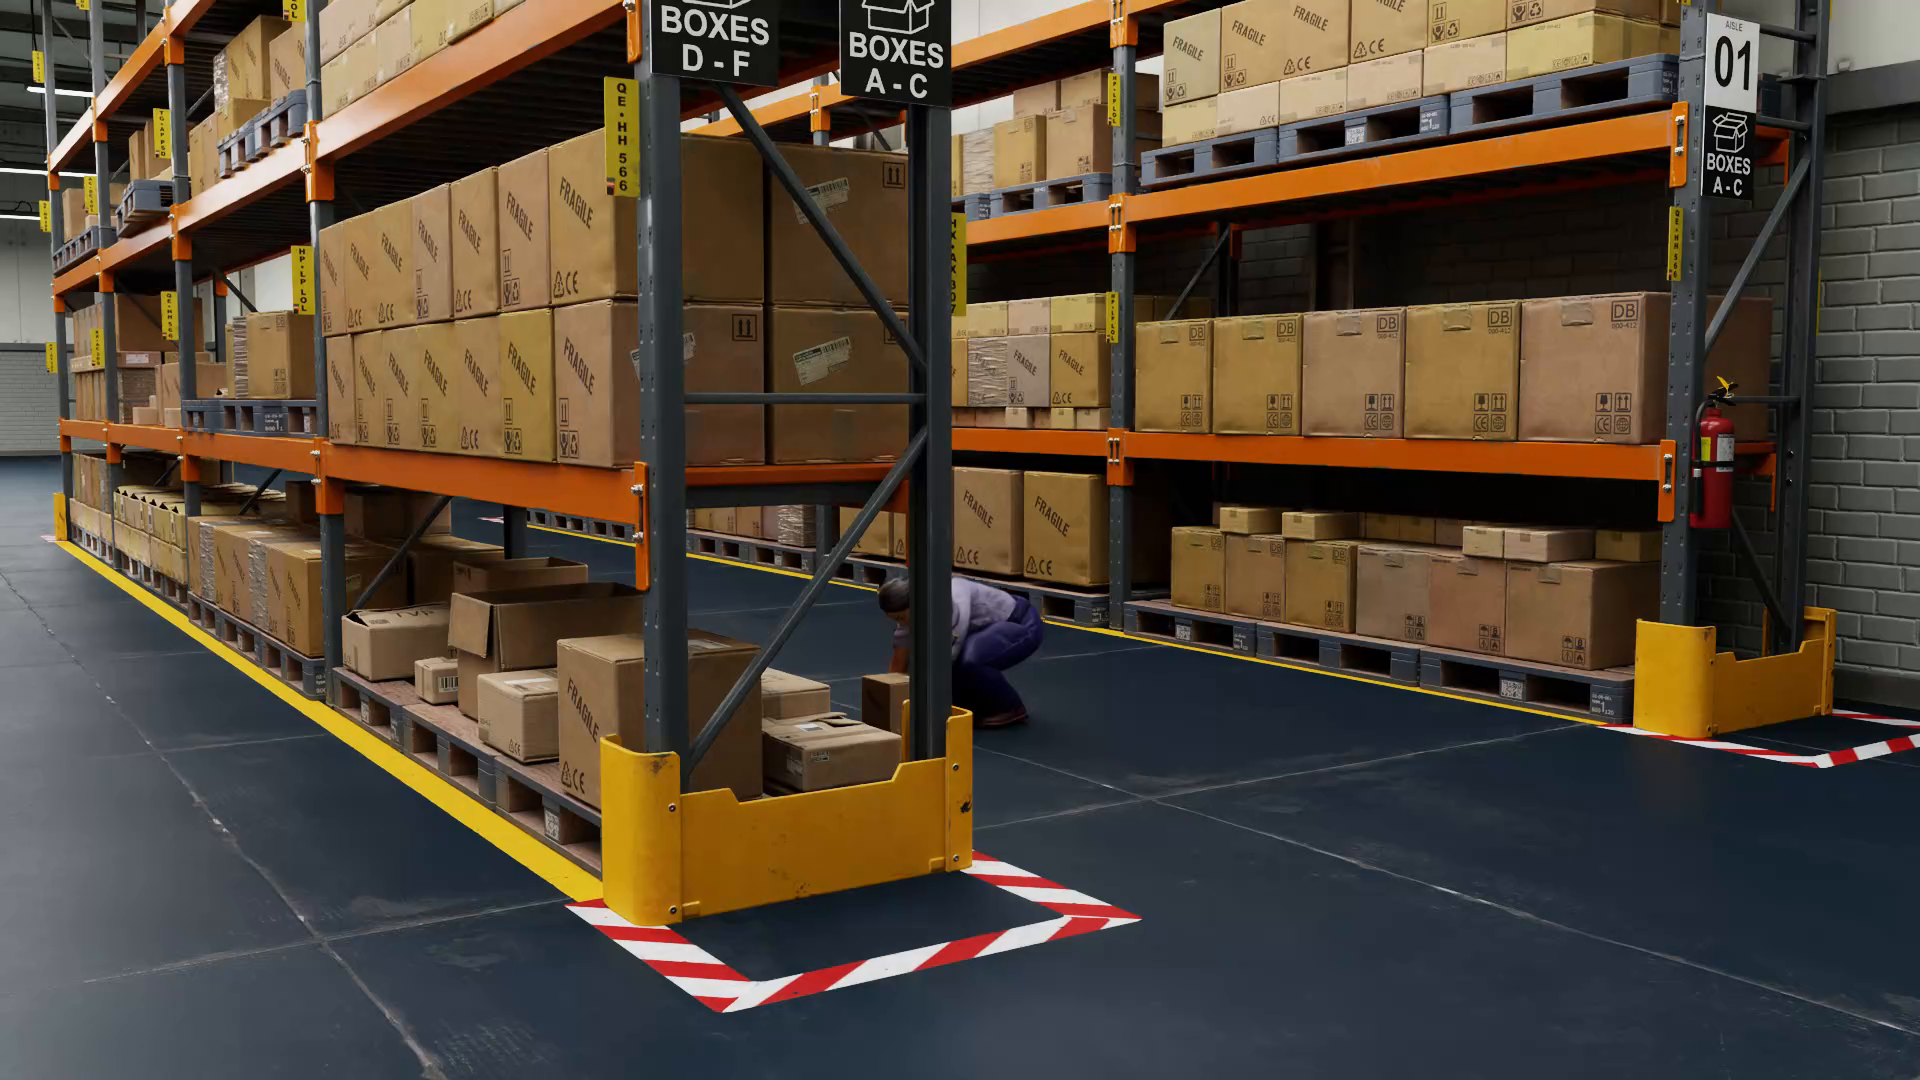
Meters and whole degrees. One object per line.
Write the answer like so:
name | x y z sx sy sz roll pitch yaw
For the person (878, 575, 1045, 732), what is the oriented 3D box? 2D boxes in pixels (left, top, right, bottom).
person | -0.016 0.509 7.725 0.874 0.761 0.510 -3 6 -35
